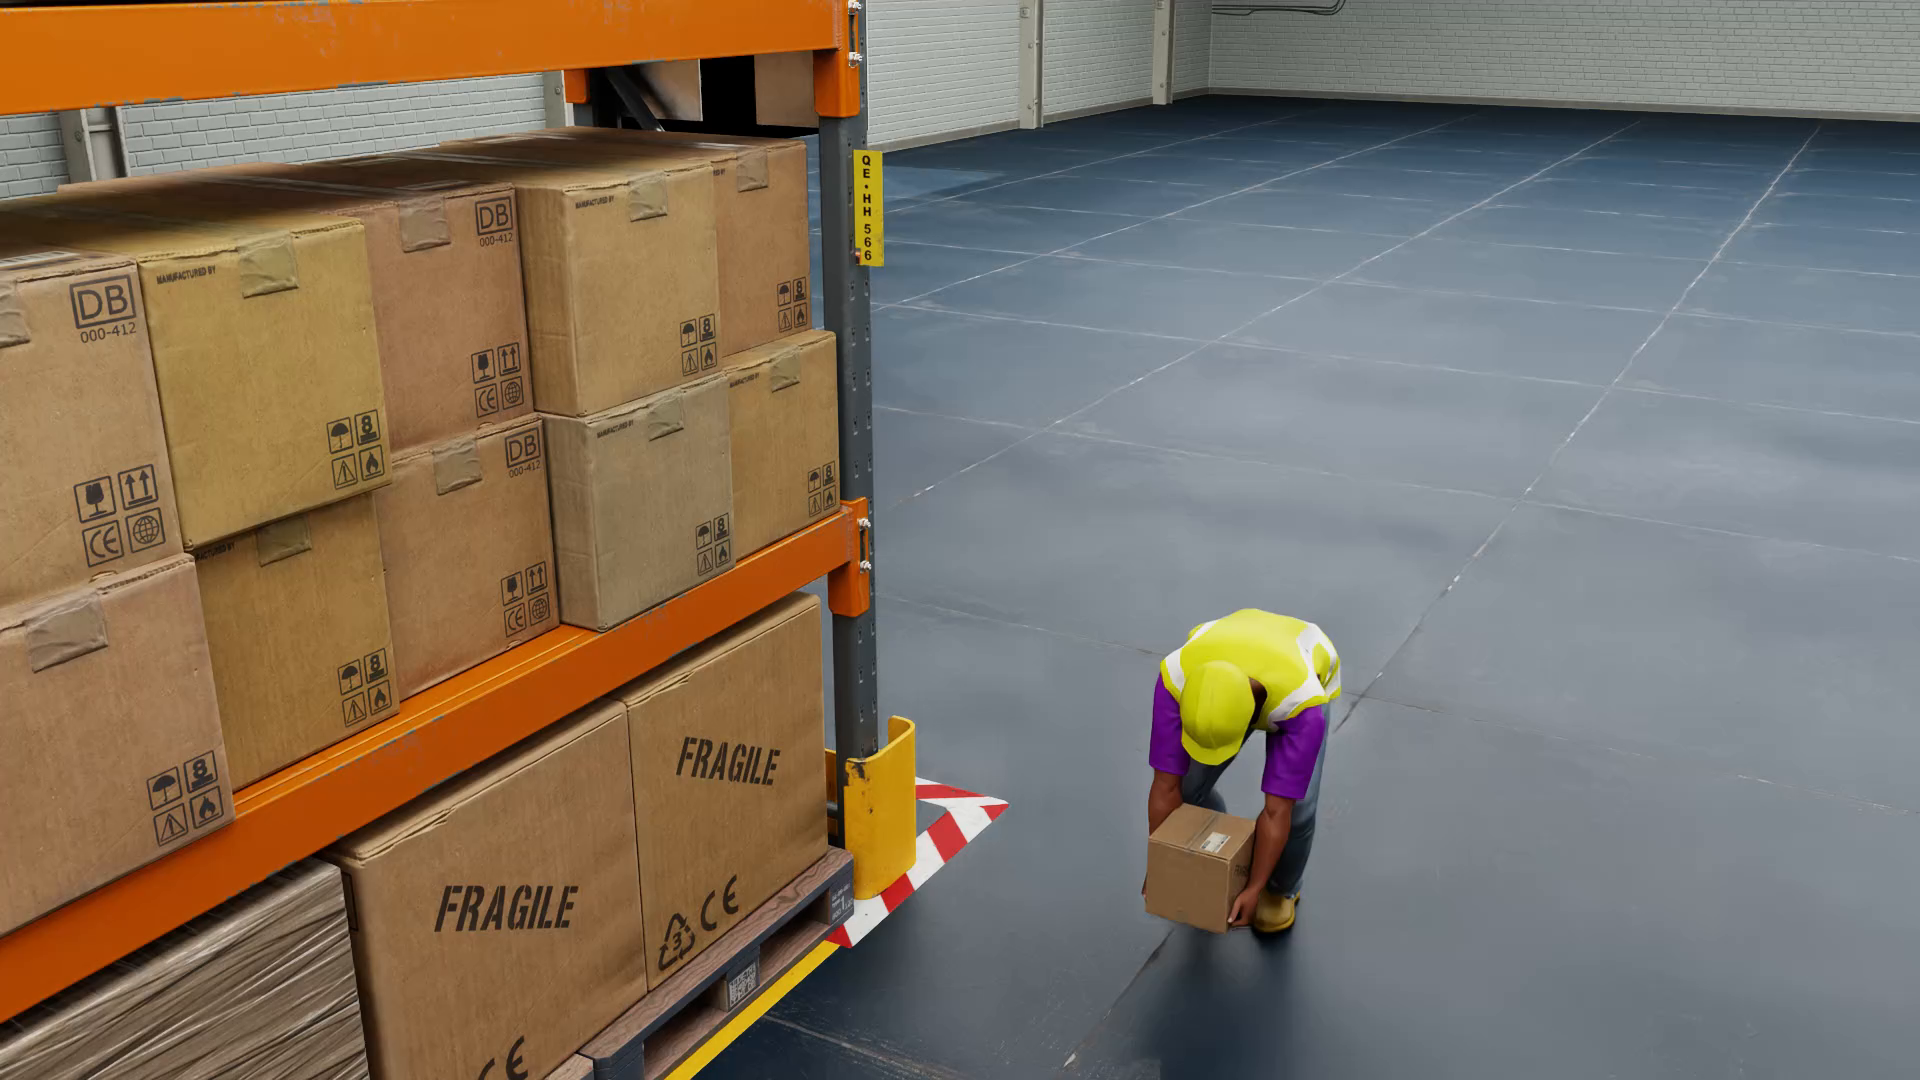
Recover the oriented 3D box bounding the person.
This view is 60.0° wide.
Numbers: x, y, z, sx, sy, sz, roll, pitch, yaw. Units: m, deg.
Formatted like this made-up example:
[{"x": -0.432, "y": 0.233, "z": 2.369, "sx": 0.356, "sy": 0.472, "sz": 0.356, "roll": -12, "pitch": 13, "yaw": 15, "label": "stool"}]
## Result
[{"x": 0.864, "y": 0.722, "z": 5.065, "sx": 0.522, "sy": 1.042, "sz": 0.965, "roll": 9, "pitch": 21, "yaw": 25, "label": "person"}]
